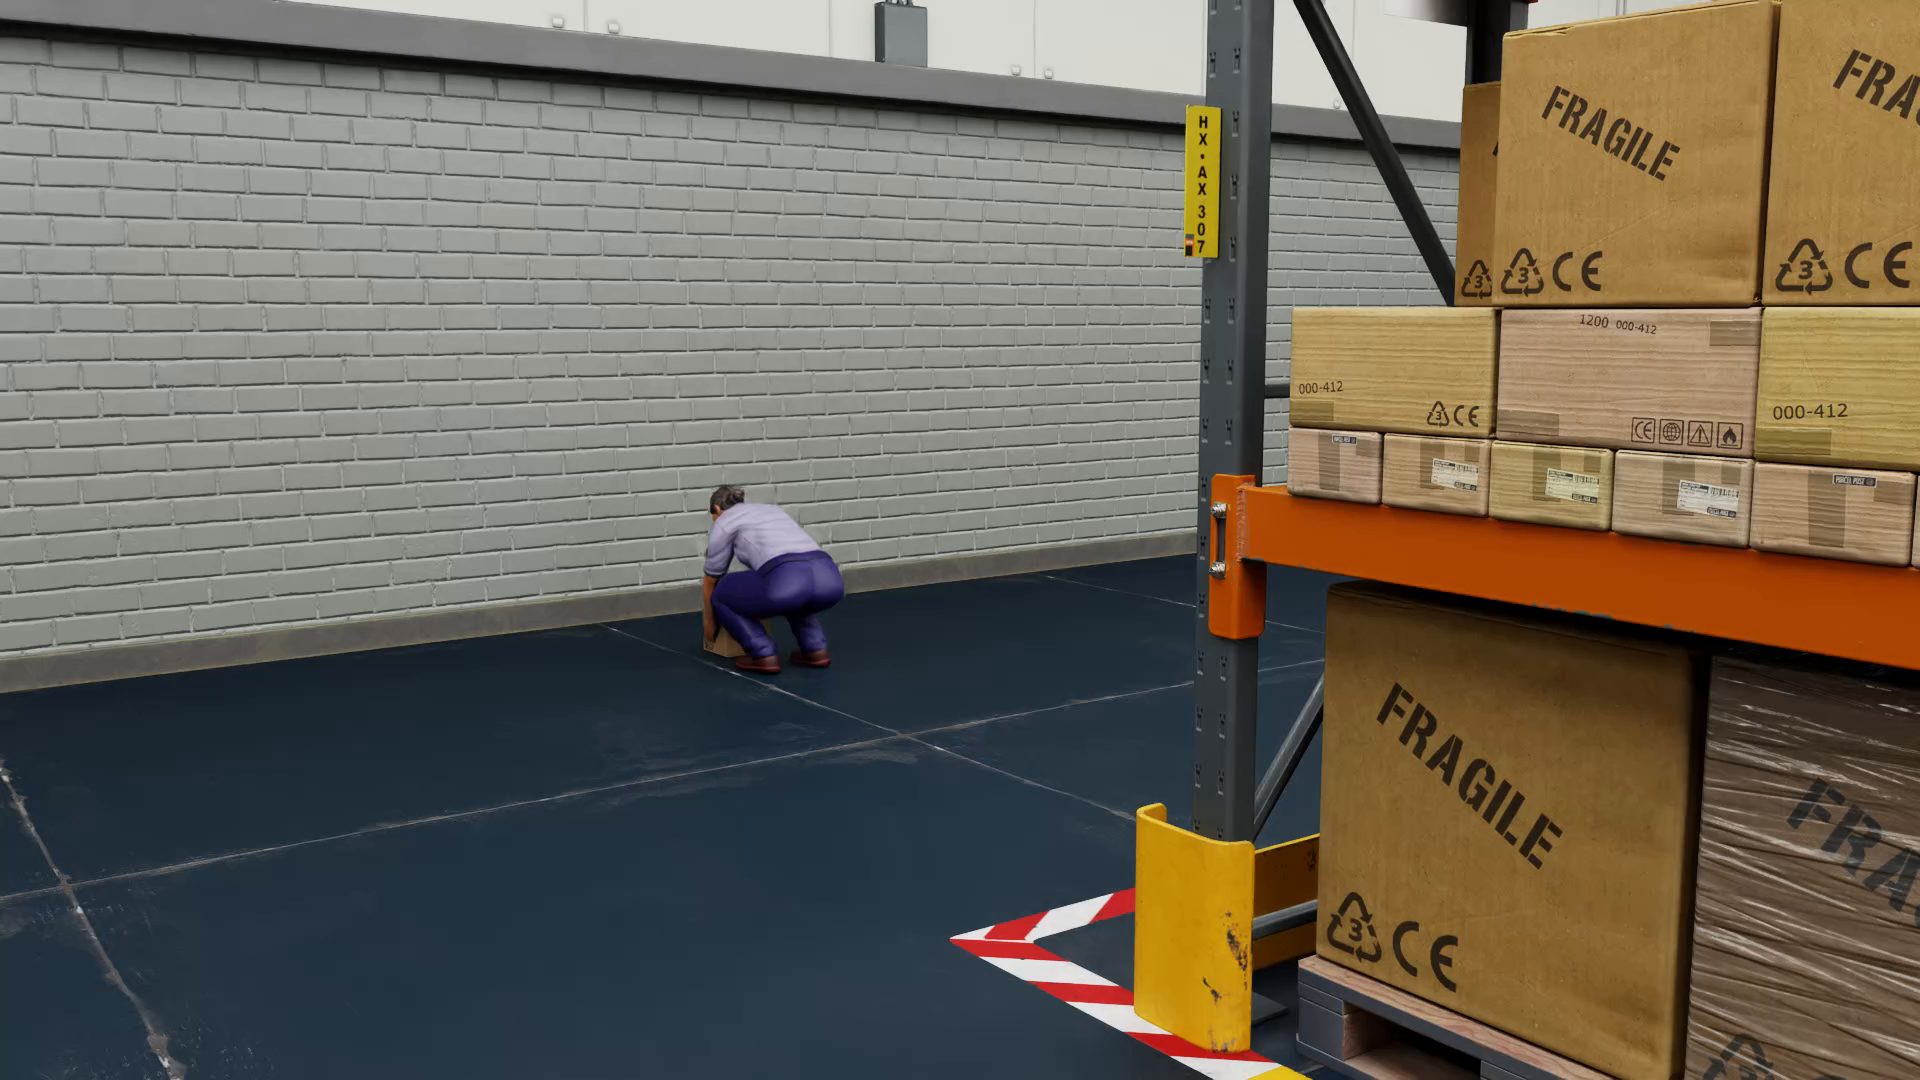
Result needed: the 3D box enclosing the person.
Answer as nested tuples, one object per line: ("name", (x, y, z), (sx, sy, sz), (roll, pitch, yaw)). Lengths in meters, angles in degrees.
("person", (-0.921, 0.191, 8.007), (0.523, 0.830, 0.824), (-6, 10, -36))
